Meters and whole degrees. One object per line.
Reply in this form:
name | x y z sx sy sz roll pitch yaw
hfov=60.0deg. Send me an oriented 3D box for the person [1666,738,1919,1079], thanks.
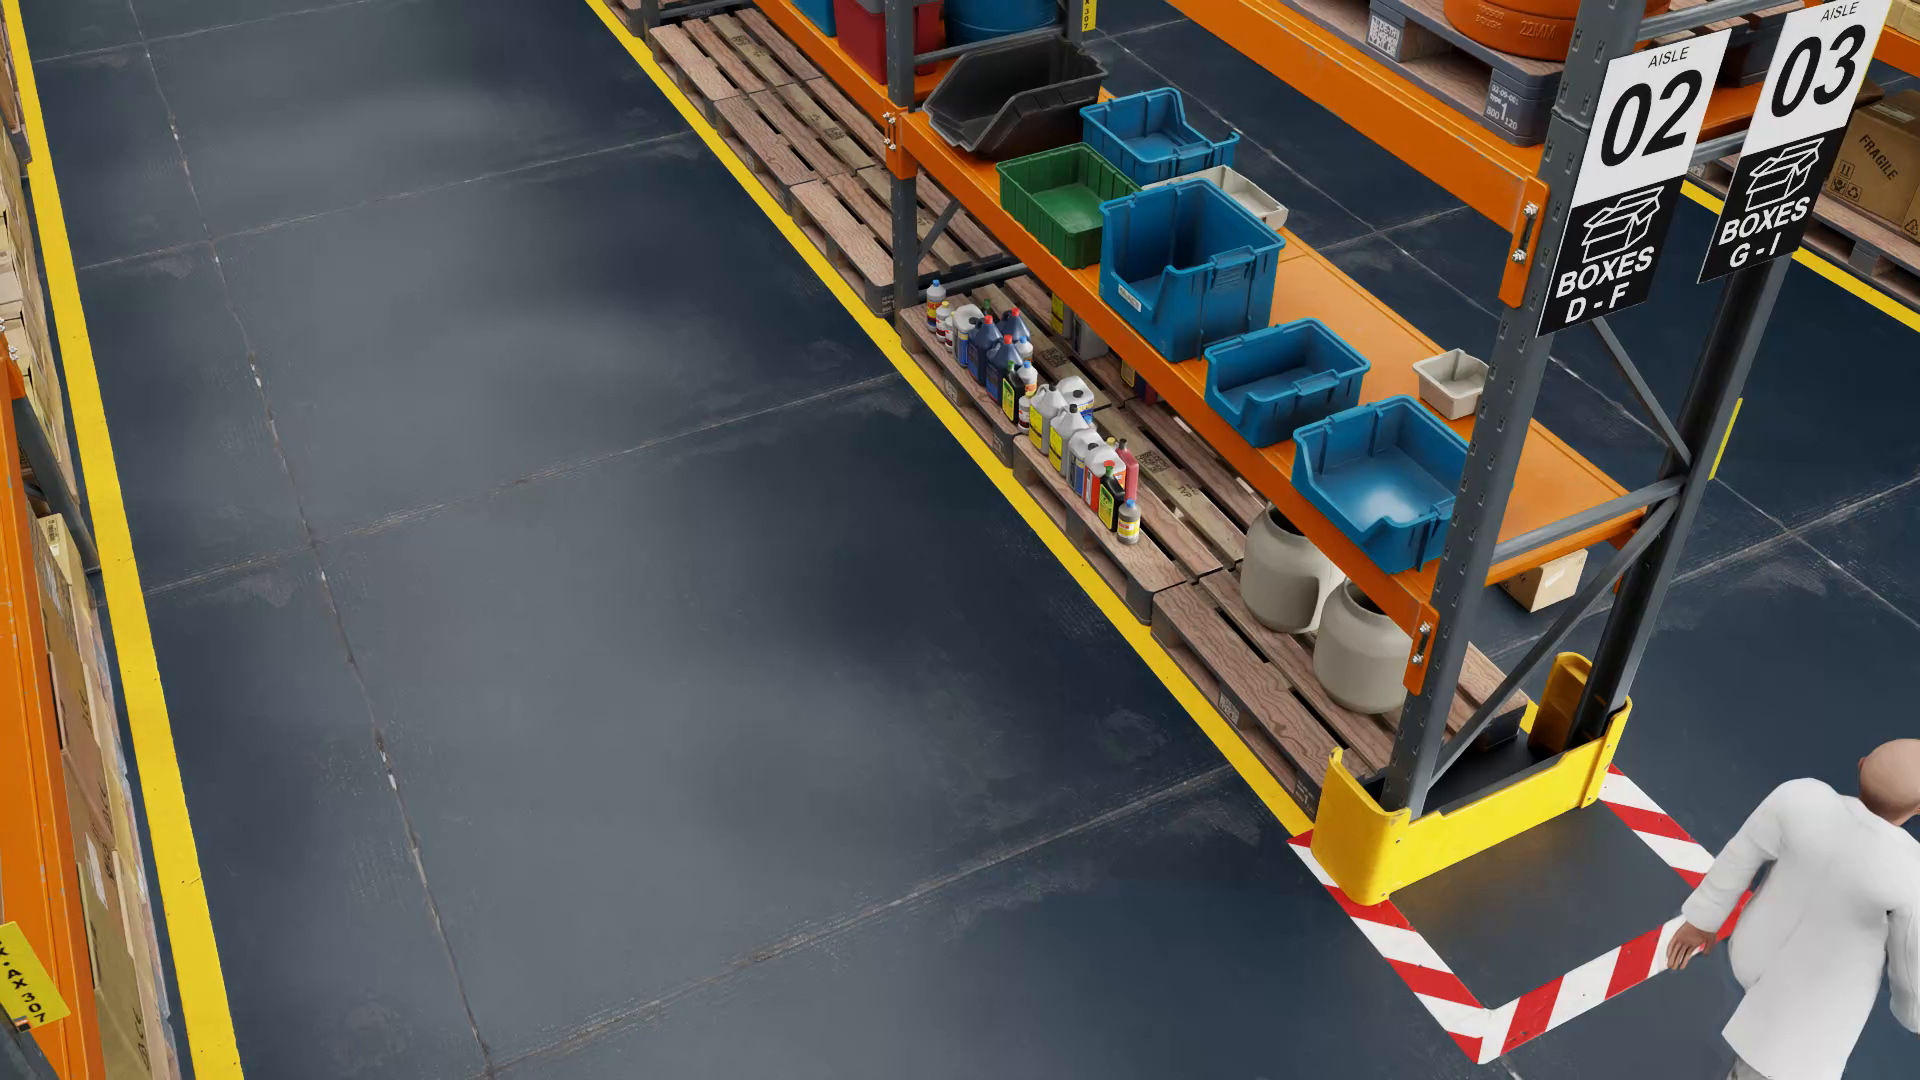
person | 2.333 1.240 4.729 1.100 1.730 0.614 -15 43 -16
